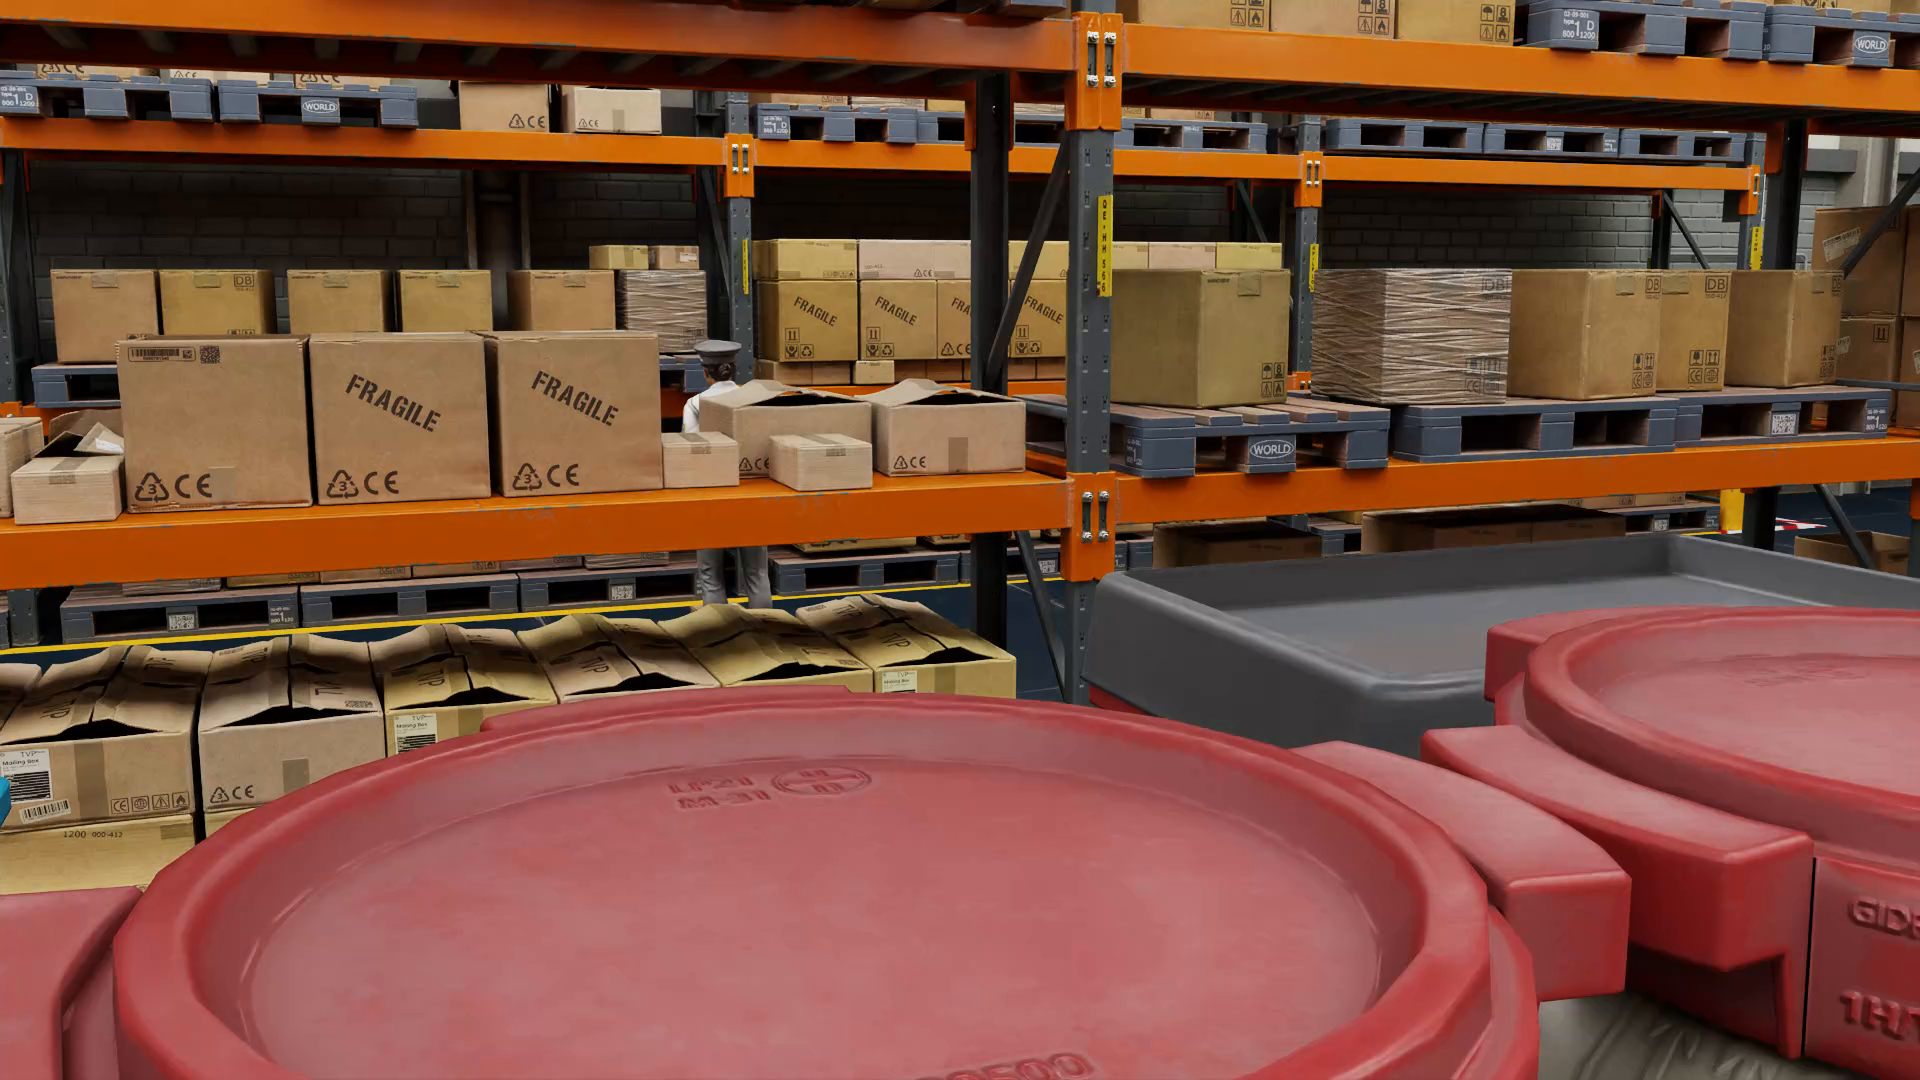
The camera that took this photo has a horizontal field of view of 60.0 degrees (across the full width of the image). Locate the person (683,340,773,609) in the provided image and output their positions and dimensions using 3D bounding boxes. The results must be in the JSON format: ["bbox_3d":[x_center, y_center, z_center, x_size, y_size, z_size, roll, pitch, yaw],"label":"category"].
[{"bbox_3d":[-1.190,-0.183,8.510,0.537,1.663,0.404,-4,10,-22],"label":"person"}]
